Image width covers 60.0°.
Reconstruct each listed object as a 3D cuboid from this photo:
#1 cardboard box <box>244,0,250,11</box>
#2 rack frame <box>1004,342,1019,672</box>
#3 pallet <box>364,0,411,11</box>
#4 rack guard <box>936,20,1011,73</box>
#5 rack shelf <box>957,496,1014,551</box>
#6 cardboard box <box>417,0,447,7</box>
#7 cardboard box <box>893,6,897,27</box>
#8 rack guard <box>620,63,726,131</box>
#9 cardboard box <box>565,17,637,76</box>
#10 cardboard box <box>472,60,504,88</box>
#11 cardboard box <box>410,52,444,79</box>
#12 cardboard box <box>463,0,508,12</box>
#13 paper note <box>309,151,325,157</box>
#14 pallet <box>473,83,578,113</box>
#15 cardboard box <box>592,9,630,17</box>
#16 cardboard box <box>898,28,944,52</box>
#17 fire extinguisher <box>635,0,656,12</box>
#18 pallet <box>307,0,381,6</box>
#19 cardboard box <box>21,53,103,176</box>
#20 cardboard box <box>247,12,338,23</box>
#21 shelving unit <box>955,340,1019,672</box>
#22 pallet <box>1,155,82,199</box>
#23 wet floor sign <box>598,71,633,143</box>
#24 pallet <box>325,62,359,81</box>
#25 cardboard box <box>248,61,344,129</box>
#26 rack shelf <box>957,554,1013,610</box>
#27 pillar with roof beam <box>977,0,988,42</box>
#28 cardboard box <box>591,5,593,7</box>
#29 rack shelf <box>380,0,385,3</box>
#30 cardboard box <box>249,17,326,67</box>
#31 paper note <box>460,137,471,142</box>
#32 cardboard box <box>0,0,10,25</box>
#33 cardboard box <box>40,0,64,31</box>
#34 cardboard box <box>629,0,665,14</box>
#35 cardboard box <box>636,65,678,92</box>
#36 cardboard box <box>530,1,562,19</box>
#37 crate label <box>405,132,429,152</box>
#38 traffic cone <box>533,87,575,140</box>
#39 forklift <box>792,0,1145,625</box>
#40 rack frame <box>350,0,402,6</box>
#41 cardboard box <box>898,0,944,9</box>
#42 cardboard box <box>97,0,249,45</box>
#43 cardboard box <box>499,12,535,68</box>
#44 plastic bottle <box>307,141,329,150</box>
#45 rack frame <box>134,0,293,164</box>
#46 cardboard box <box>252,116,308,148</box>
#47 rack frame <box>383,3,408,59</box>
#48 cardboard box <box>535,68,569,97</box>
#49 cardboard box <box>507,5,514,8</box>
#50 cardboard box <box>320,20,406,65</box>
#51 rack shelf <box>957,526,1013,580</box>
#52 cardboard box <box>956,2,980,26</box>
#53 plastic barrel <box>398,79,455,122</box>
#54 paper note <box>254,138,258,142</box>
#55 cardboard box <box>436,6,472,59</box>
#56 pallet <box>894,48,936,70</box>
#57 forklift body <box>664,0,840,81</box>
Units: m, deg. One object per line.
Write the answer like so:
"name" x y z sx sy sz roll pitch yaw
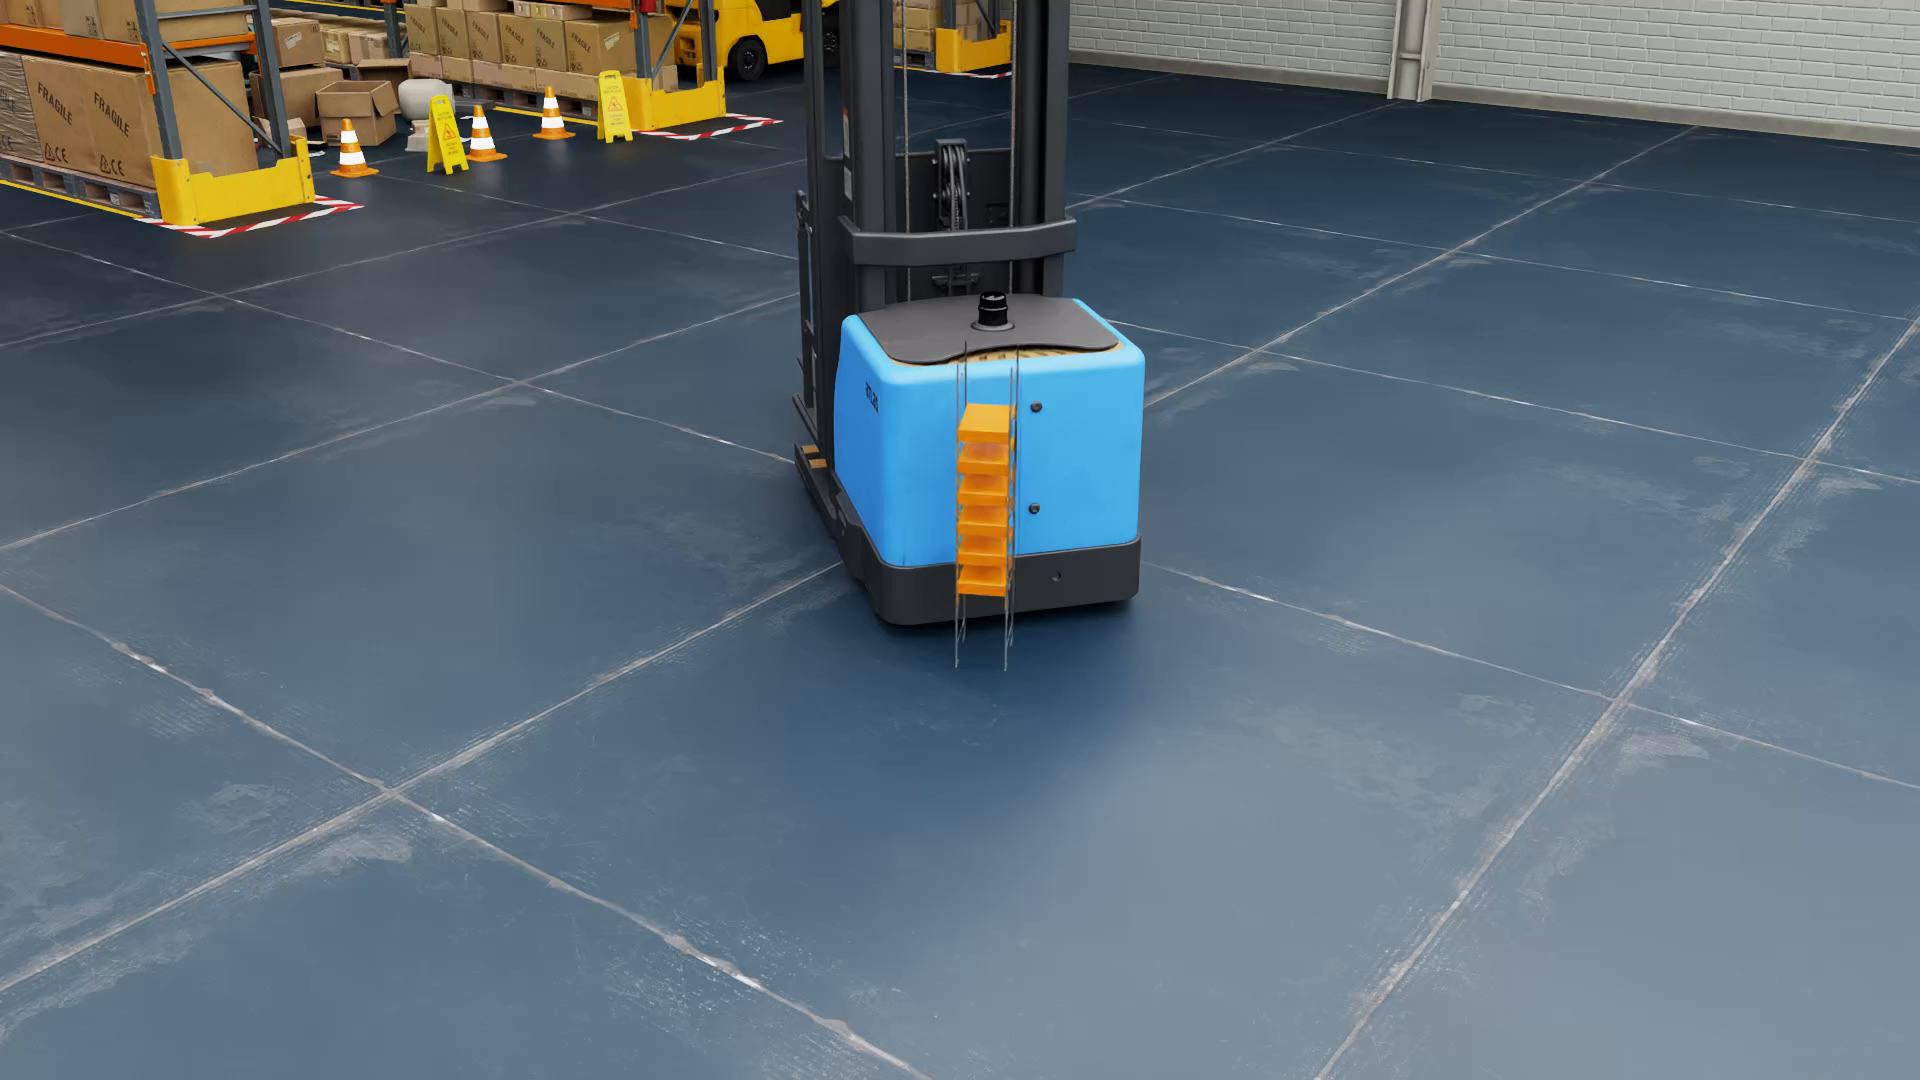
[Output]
"cardboard box" -9.730 -6.960 21.440 0.875 0.875 0.875 17 29 33
"rack frame" 0.185 -0.102 5.976 0.006 1.200 0.240 4 27 7
"pallet" -8.781 -8.655 26.632 1.213 0.211 1.003 17 29 33
"rack guard" 0.167 -6.064 20.393 0.348 0.500 1.175 17 29 33
"rack shelf" 0.095 -0.069 6.007 0.180 0.103 0.258 4 27 7
"cardboard box" -5.652 -5.873 18.015 0.250 0.149 0.380 17 29 34
"cardboard box" -0.824 -6.518 20.593 0.500 0.250 0.500 16 29 33
"rack guard" -2.887 -4.486 16.811 0.348 0.500 1.175 17 29 33
"cardboard box" -3.623 -4.998 16.833 0.500 0.500 0.500 17 29 34
"cardboard box" -4.856 -5.030 17.835 0.500 0.250 0.500 16 29 33
"cardboard box" -5.716 -5.283 18.409 0.500 0.250 0.500 15 28 31
"cardboard box" -5.023 -5.685 17.588 0.250 0.149 0.380 19 30 36
"paper note" -5.917 -3.547 15.266 0.144 0.017 0.142 -15 28 -30
"pallet" -4.487 -4.857 18.011 1.213 0.211 1.003 17 29 33
"cardboard box" -3.746 -5.303 17.526 0.500 0.500 0.500 16 28 31
"cardboard box" -0.417 -6.159 20.399 0.500 0.250 0.500 17 29 34
"fire extinguisher" -3.011 -5.400 15.881 0.183 0.674 0.296 17 29 33
"pallet" -10.003 -9.006 27.428 1.213 0.211 1.003 17 29 33
"cardboard box" -7.001 -3.565 13.735 0.875 0.875 0.875 16 29 32
"cardboard box" -8.186 -6.220 20.385 0.625 0.372 0.950 16 28 32
"shelving unit" 0.095 -0.108 5.987 0.189 1.200 0.258 4 27 7
"pallet" -7.372 -3.177 14.199 1.213 0.211 1.003 17 29 33
"wet floor sign" -3.315 -4.143 15.853 0.267 0.644 0.232 -15 28 -30
"pallet" -6.650 -5.491 19.450 1.213 0.211 1.003 17 29 33
"cardboard box" -6.503 -4.363 16.359 0.503 0.637 0.797 17 29 33
"rack shelf" 0.093 0.145 6.116 0.180 0.103 0.258 4 27 7
"pillar with roof beam" -2.450 -9.029 16.583 0.400 9.000 9.100 17 29 33
"cardboard box" -5.235 -7.943 23.982 0.625 0.625 0.875 18 29 35
"rack shelf" -7.627 -6.733 19.704 4.000 0.370 1.077 17 29 33
"cardboard box" -7.070 -5.200 17.493 0.500 0.500 0.500 17 29 33
"paper note" -4.776 -3.839 15.926 0.142 0.019 0.148 7 25 15
"cardboard box" -7.797 -4.646 13.889 0.550 0.550 0.875 17 29 33
"cardboard box" -6.864 -4.436 13.411 0.550 0.550 0.875 17 29 33
"cardboard box" -4.093 -7.599 23.202 0.625 0.625 0.875 16 29 33
"cardboard box" -3.305 -4.830 17.381 0.500 0.250 0.500 17 29 33
"cardboard box" -4.156 -5.424 16.995 0.250 0.149 0.380 17 29 34
"crate label" -5.003 -3.719 15.521 0.298 0.136 0.250 3 24 6
"traffic cone" -3.943 -4.138 16.069 0.334 0.463 0.336 17 29 33
"forklift" -0.159 -1.585 7.211 1.130 2.935 3.031 -6 24 -13
"rack frame" -9.454 -10.116 26.489 0.127 3.000 1.000 17 29 33
"cardboard box" -0.407 -6.616 20.195 0.500 0.250 0.500 18 29 35
"cardboard box" -6.038 -4.134 12.726 0.550 0.550 0.875 17 29 33
"cardboard box" -4.442 -5.248 17.399 0.500 0.500 0.500 16 28 32
"plastic bottle" -6.065 -3.689 15.548 0.283 0.061 0.133 7 25 15
"rack frame" -5.714 -3.990 12.586 0.127 3.000 1.000 17 29 33
"cardboard box" -6.434 -3.885 15.737 0.396 0.266 0.258 -21 31 -39
"rack frame" -6.026 -6.579 18.461 0.127 3.000 1.000 17 29 33
"cardboard box" -4.044 -4.782 17.272 0.500 0.250 0.500 17 29 33
"cardboard box" -4.575 -5.554 18.094 0.500 0.500 0.500 19 30 36
"cardboard box" -7.025 -5.867 19.584 0.625 0.372 0.950 19 30 36
"rack shelf" 0.094 0.038 6.062 0.180 0.103 0.258 4 27 7
"cardboard box" -0.103 -6.557 20.682 0.500 0.250 0.500 17 29 34
"plastic barrel" -5.387 -4.444 16.810 0.512 0.421 0.421 -5 24 -12
"paper note" -6.730 -3.857 15.976 0.172 0.023 0.155 -15 28 -30
"cardboard box" -5.281 -5.500 17.973 0.500 0.500 0.500 18 30 35
"pallet" -0.489 -6.109 20.854 1.213 0.211 1.003 17 29 33
"forklift body" -2.463 -6.695 19.779 1.214 2.155 2.313 17 29 33
